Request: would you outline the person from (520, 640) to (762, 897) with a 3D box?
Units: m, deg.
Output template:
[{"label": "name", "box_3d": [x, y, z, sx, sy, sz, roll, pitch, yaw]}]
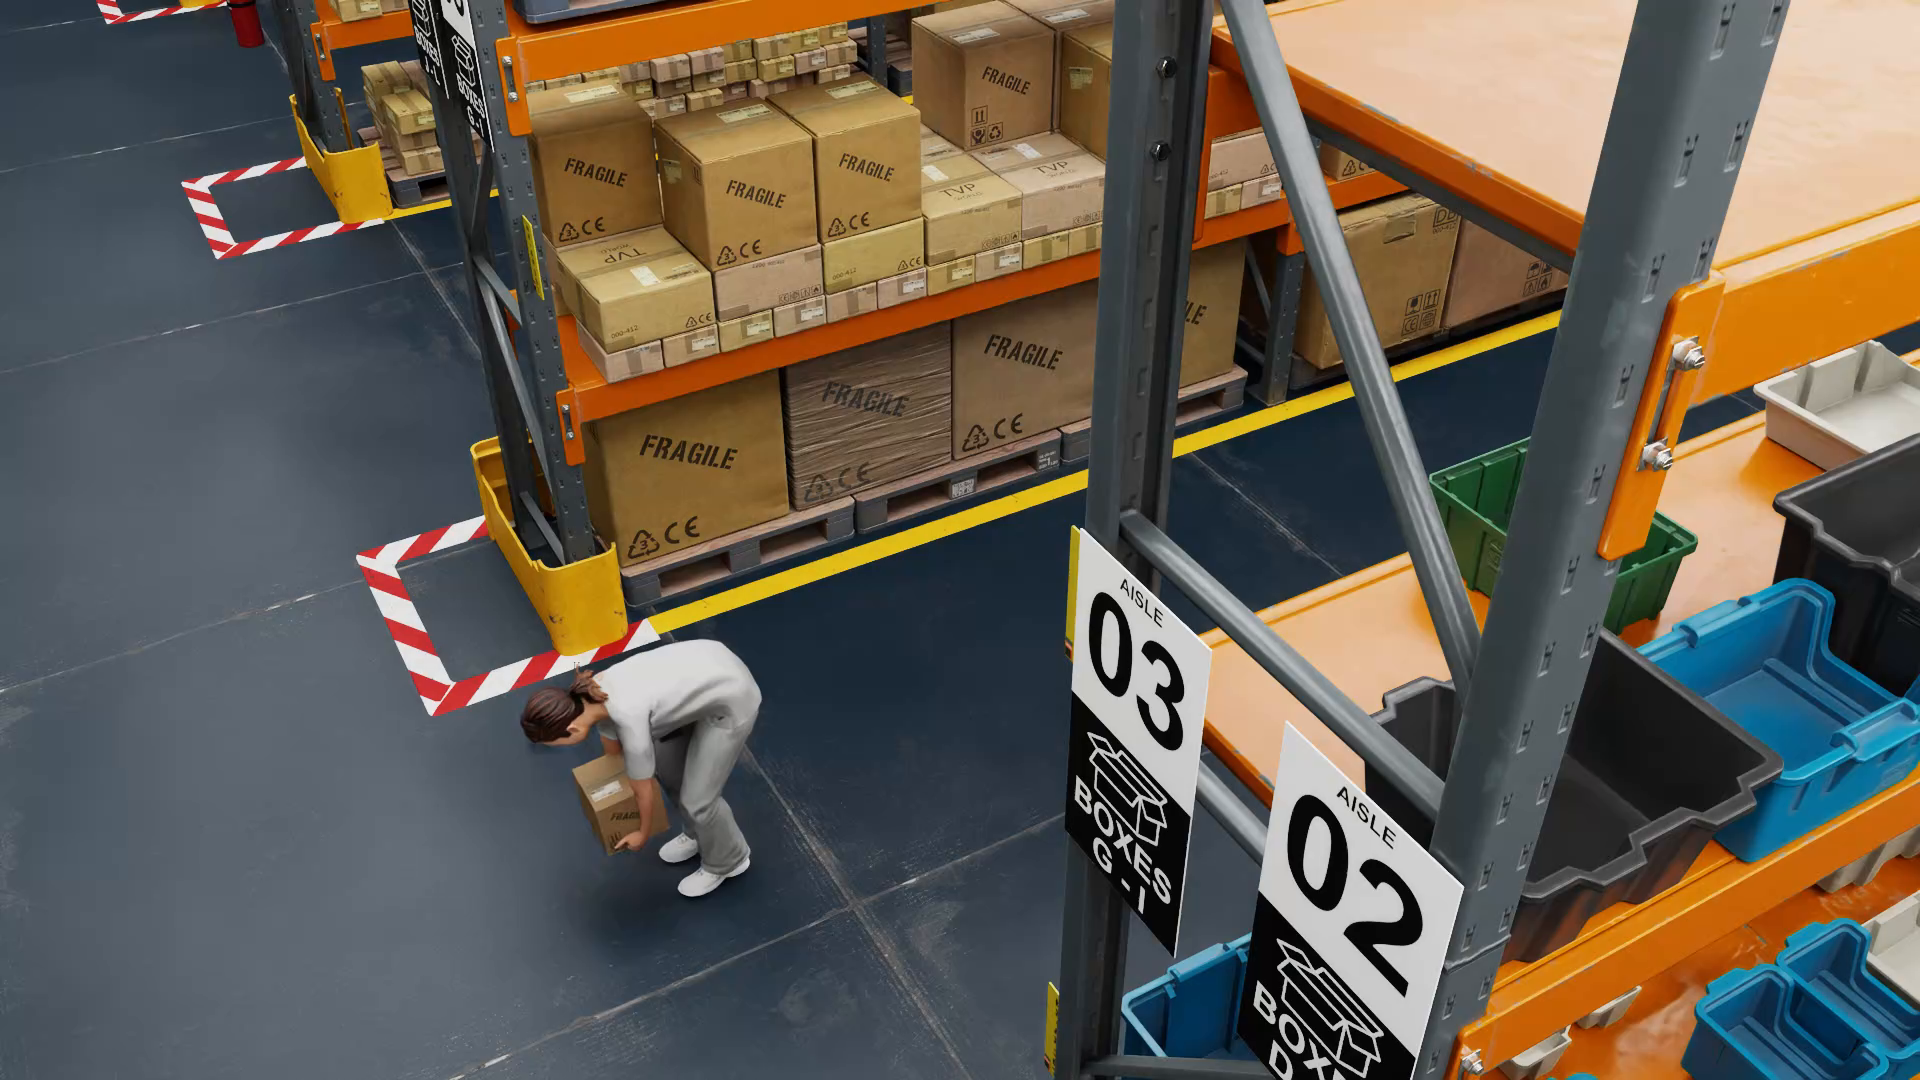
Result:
[{"label": "person", "box_3d": [-1.145, 0.878, 6.202, 0.863, 1.148, 0.404, -20, 42, -25]}]
